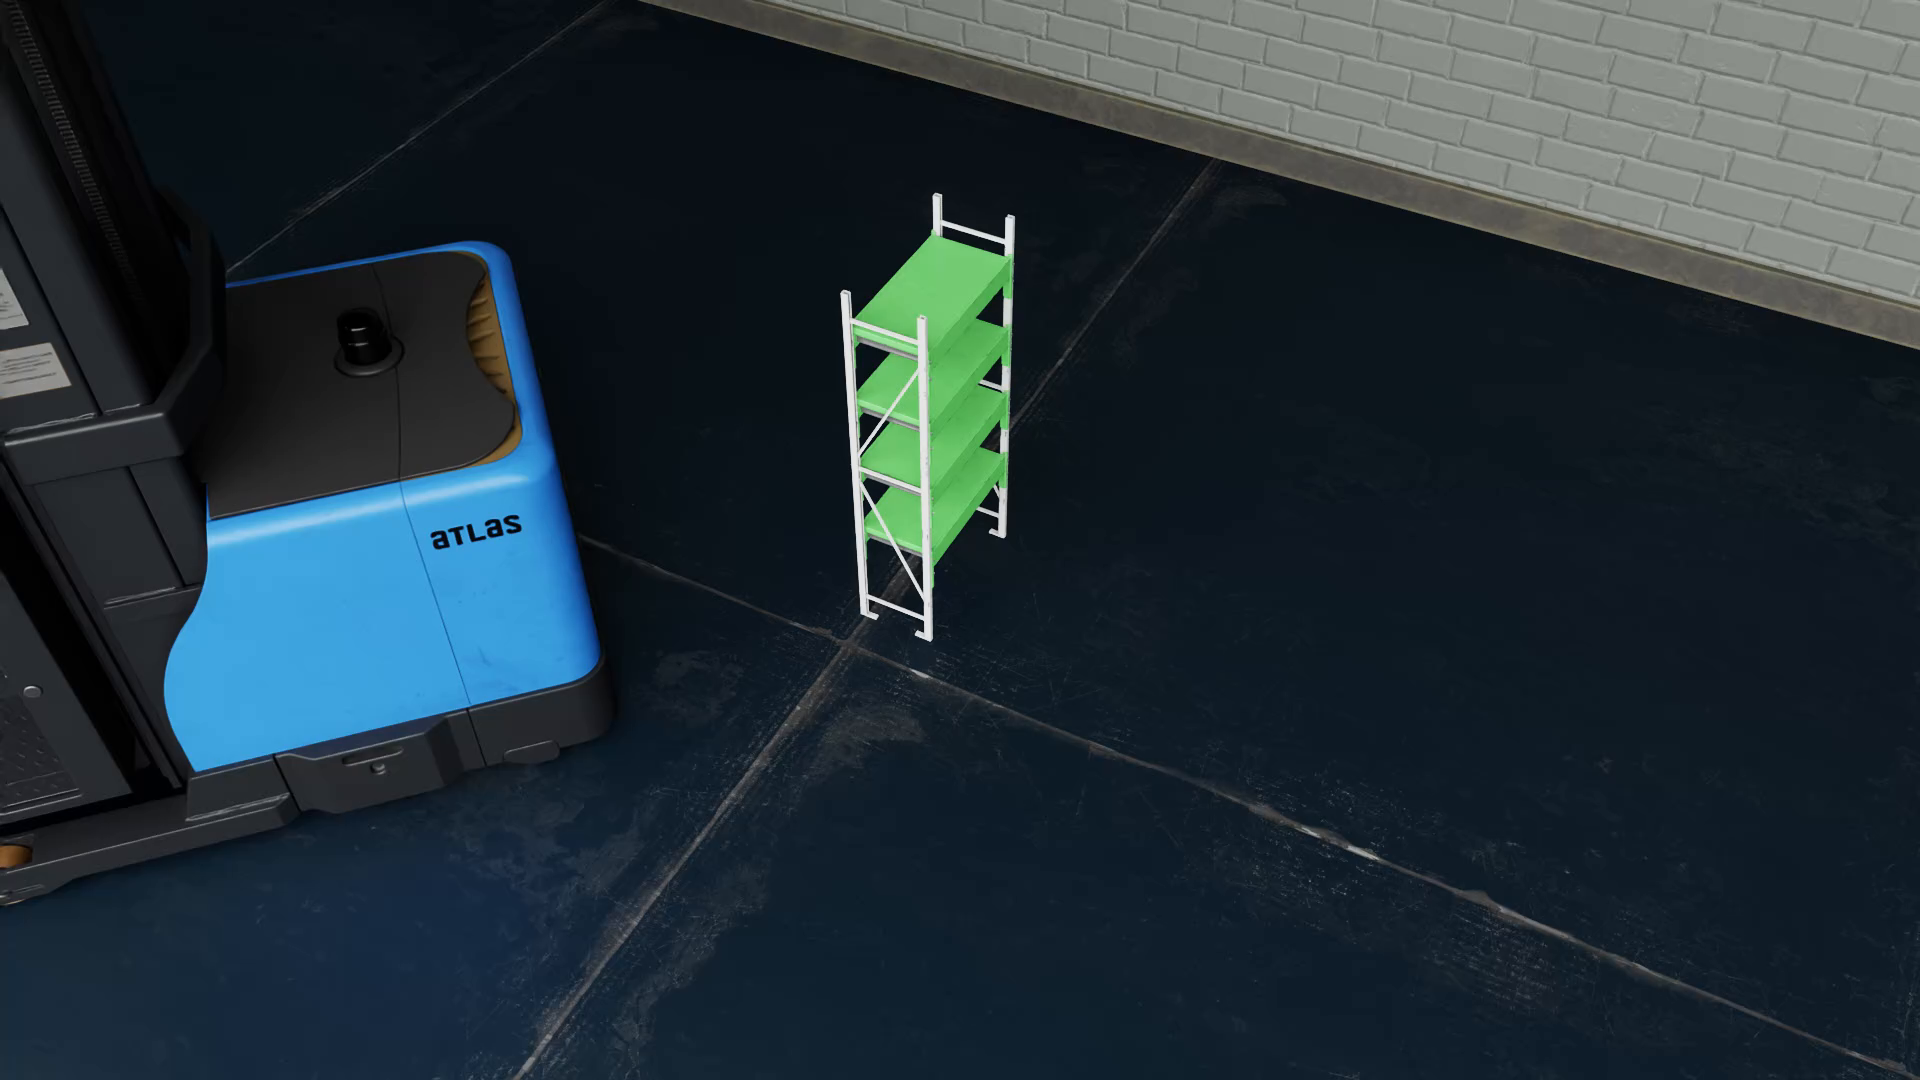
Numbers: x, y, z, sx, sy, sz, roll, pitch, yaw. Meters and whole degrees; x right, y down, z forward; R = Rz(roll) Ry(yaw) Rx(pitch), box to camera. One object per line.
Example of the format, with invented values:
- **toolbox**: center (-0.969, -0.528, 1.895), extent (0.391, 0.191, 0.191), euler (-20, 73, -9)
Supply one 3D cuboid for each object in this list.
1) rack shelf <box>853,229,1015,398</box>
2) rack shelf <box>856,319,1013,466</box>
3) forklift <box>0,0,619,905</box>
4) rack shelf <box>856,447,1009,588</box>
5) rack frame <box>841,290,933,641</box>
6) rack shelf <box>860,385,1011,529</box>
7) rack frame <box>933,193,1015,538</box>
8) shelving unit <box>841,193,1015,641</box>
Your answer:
- **rack shelf**: center (-0.077, -0.610, 4.424), extent (0.258, 0.148, 0.480), euler (20, 49, 19)
- **rack shelf**: center (-0.077, -0.441, 4.595), extent (0.258, 0.148, 0.480), euler (20, 49, 19)
- **forklift**: center (-2.534, -0.466, 3.650), extent (3.031, 2.935, 1.130), euler (-13, 47, -13)
- **rack shelf**: center (-0.077, -0.104, 4.936), extent (0.258, 0.148, 0.480), euler (20, 49, 19)
- **rack frame**: center (-0.190, -0.164, 4.568), extent (0.240, 1.200, 0.015), euler (20, 49, 19)
- **rack shelf**: center (-0.077, -0.273, 4.766), extent (0.258, 0.148, 0.480), euler (20, 49, 19)
- **rack frame**: center (0.036, -0.471, 4.872), extent (0.240, 1.200, 0.015), euler (20, 49, 19)
- **shelving unit**: center (-0.077, -0.317, 4.720), extent (0.258, 1.200, 0.503), euler (20, 49, 19)
